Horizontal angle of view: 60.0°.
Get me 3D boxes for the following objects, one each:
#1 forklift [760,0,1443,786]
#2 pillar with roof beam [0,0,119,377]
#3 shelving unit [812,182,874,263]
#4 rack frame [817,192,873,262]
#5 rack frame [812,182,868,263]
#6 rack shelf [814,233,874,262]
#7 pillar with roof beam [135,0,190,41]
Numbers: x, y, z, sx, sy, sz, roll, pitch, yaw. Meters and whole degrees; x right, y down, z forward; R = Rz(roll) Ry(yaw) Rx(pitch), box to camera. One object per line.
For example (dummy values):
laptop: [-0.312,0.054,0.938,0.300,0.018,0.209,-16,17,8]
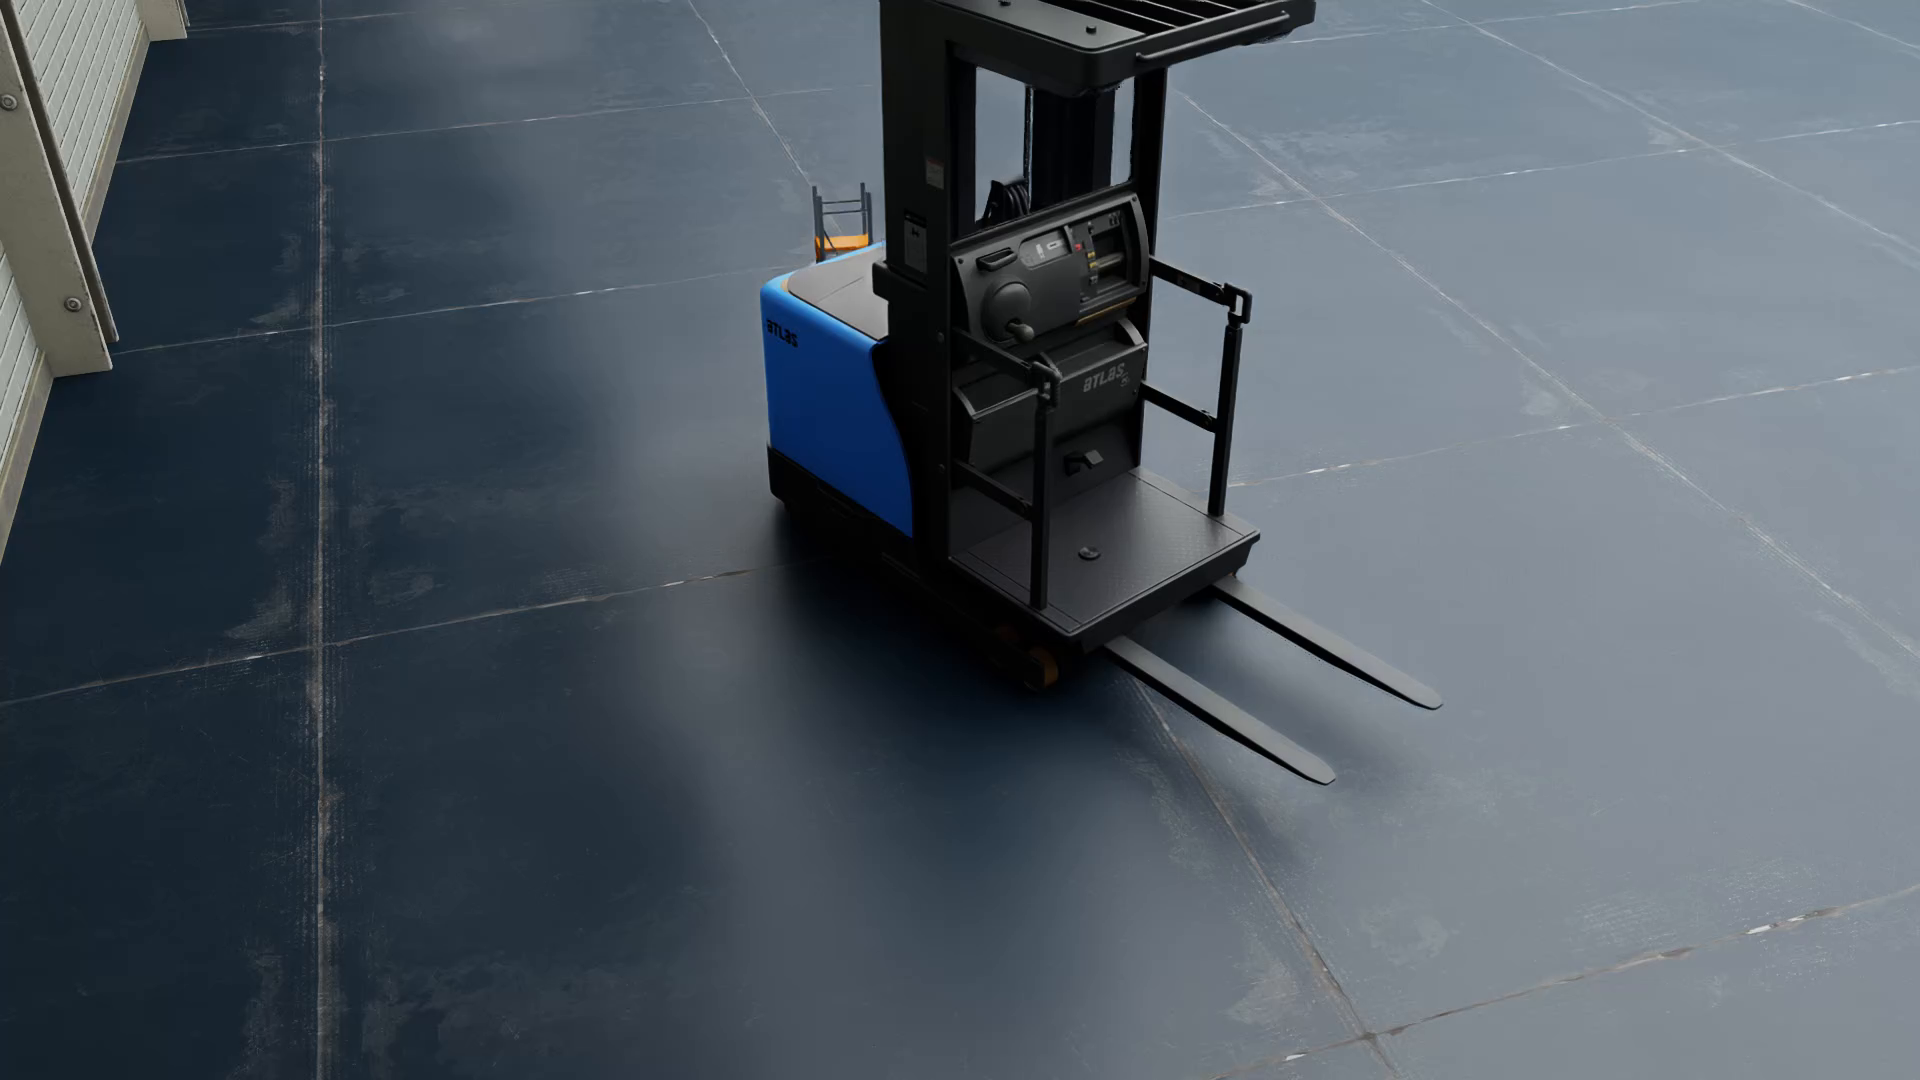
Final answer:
forklift: [0.492,-0.963,6.048,1.130,2.935,3.031,-26,41,-33]
pillar with roof beam: [-0.486,-5.435,7.312,9.100,9.000,0.400,-10,35,-15]
shelving unit: [-0.516,-1.032,7.708,0.258,1.200,0.189,-6,26,-9]
rack frame: [-0.498,-0.993,7.627,0.240,1.200,0.006,-6,26,-9]
rack frame: [-0.534,-1.070,7.789,0.240,1.200,0.006,-6,26,-9]
rack shelf: [-0.524,-1.316,7.571,0.258,0.103,0.180,-6,26,-9]
pillar with roof beam: [-2.316,-8.585,12.079,9.100,9.000,0.400,-10,35,-15]
